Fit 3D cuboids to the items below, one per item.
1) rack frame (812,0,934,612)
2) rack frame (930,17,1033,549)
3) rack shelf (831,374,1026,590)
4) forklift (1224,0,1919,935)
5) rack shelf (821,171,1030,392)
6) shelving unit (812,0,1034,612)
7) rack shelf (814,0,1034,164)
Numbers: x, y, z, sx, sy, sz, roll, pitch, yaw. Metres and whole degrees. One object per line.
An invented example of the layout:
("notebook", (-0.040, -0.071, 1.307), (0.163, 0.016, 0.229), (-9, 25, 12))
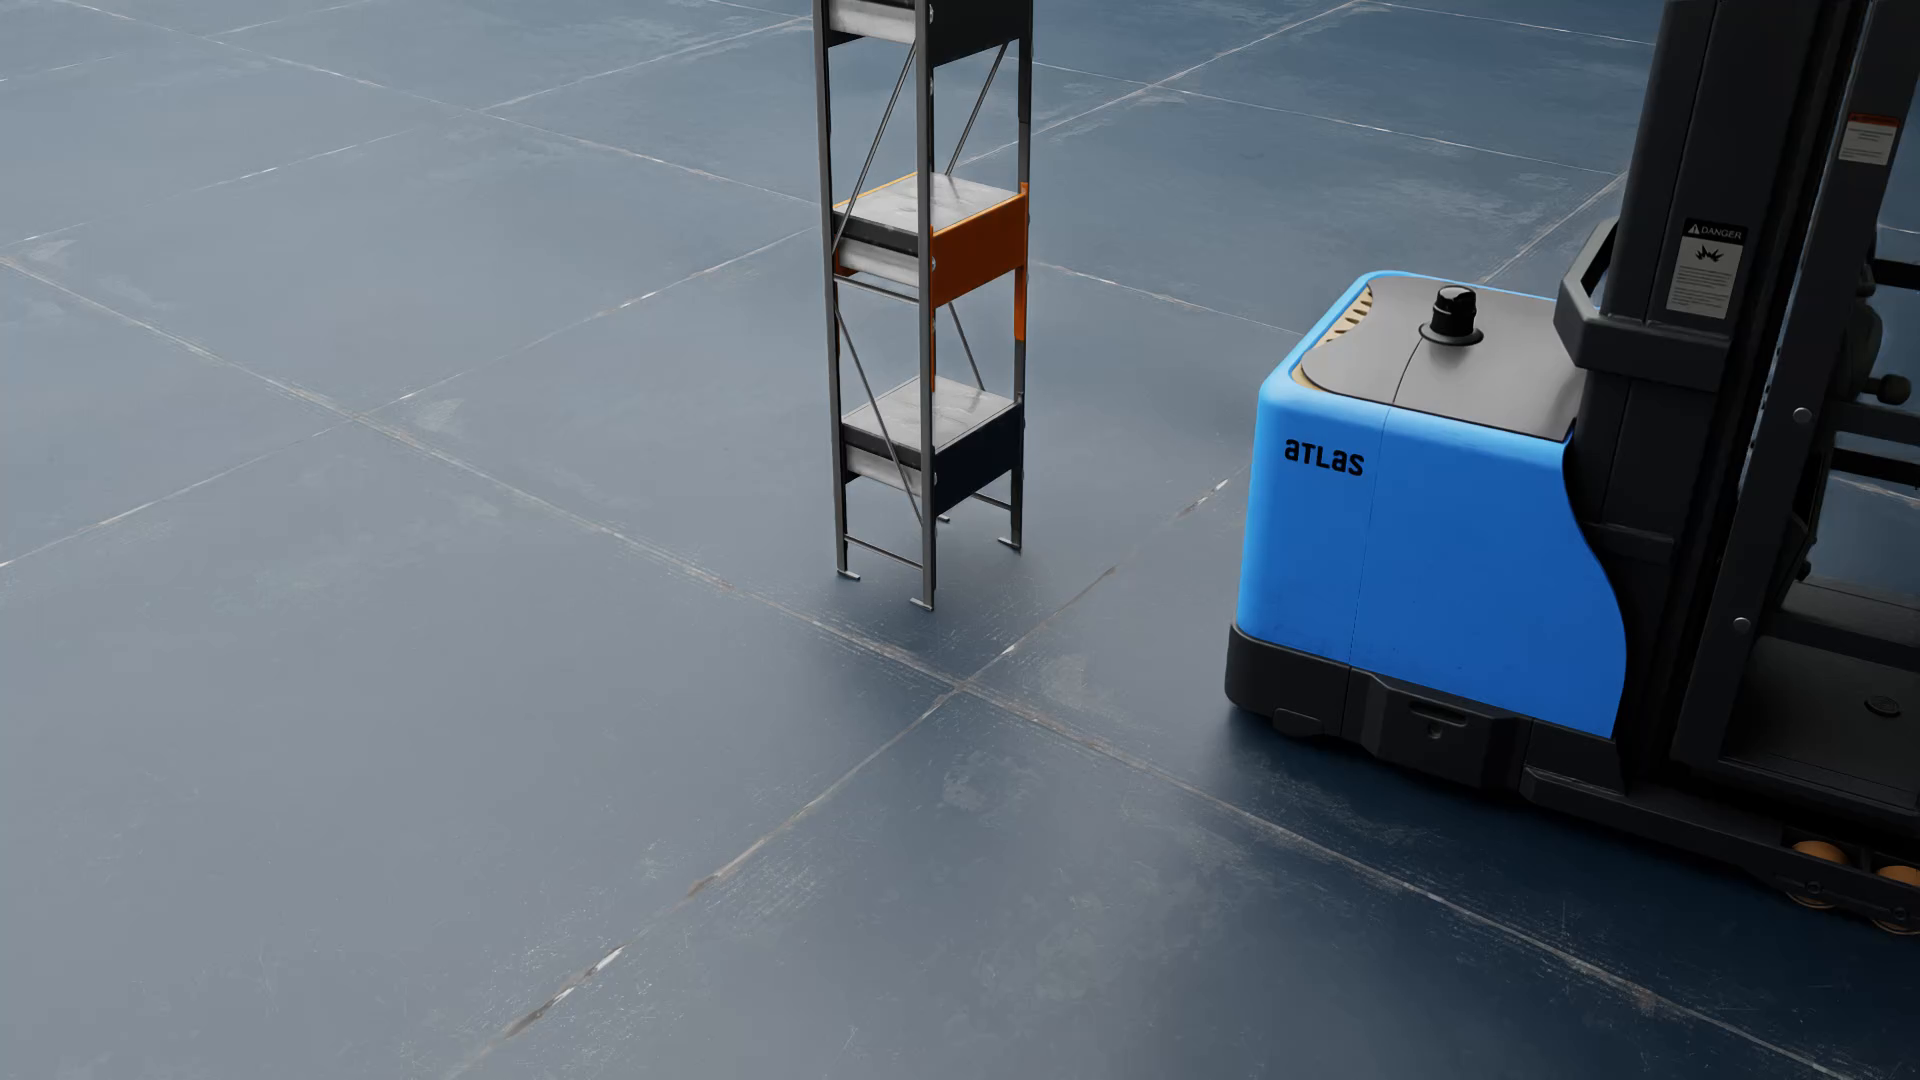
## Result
("rack frame", (-0.247, -0.737, 4.934), (0.400, 2.100, 0.015), (21, 37, 31))
("rack frame", (0.047, -0.935, 5.269), (0.400, 2.100, 0.015), (21, 37, 31))
("rack shelf", (-0.100, -0.222, 5.465), (0.431, 0.518, 0.480), (21, 37, 31))
("forklift", (2.316, -0.598, 3.884), (3.031, 2.935, 1.130), (16, 34, 24))
("rack shelf", (-0.100, -0.824, 5.108), (0.431, 0.518, 0.480), (21, 37, 31))
("shelving unit", (-0.100, -0.836, 5.101), (0.431, 2.100, 0.503), (21, 37, 31))
("rack shelf", (-0.100, -1.426, 4.751), (0.431, 0.518, 0.480), (21, 37, 31))
